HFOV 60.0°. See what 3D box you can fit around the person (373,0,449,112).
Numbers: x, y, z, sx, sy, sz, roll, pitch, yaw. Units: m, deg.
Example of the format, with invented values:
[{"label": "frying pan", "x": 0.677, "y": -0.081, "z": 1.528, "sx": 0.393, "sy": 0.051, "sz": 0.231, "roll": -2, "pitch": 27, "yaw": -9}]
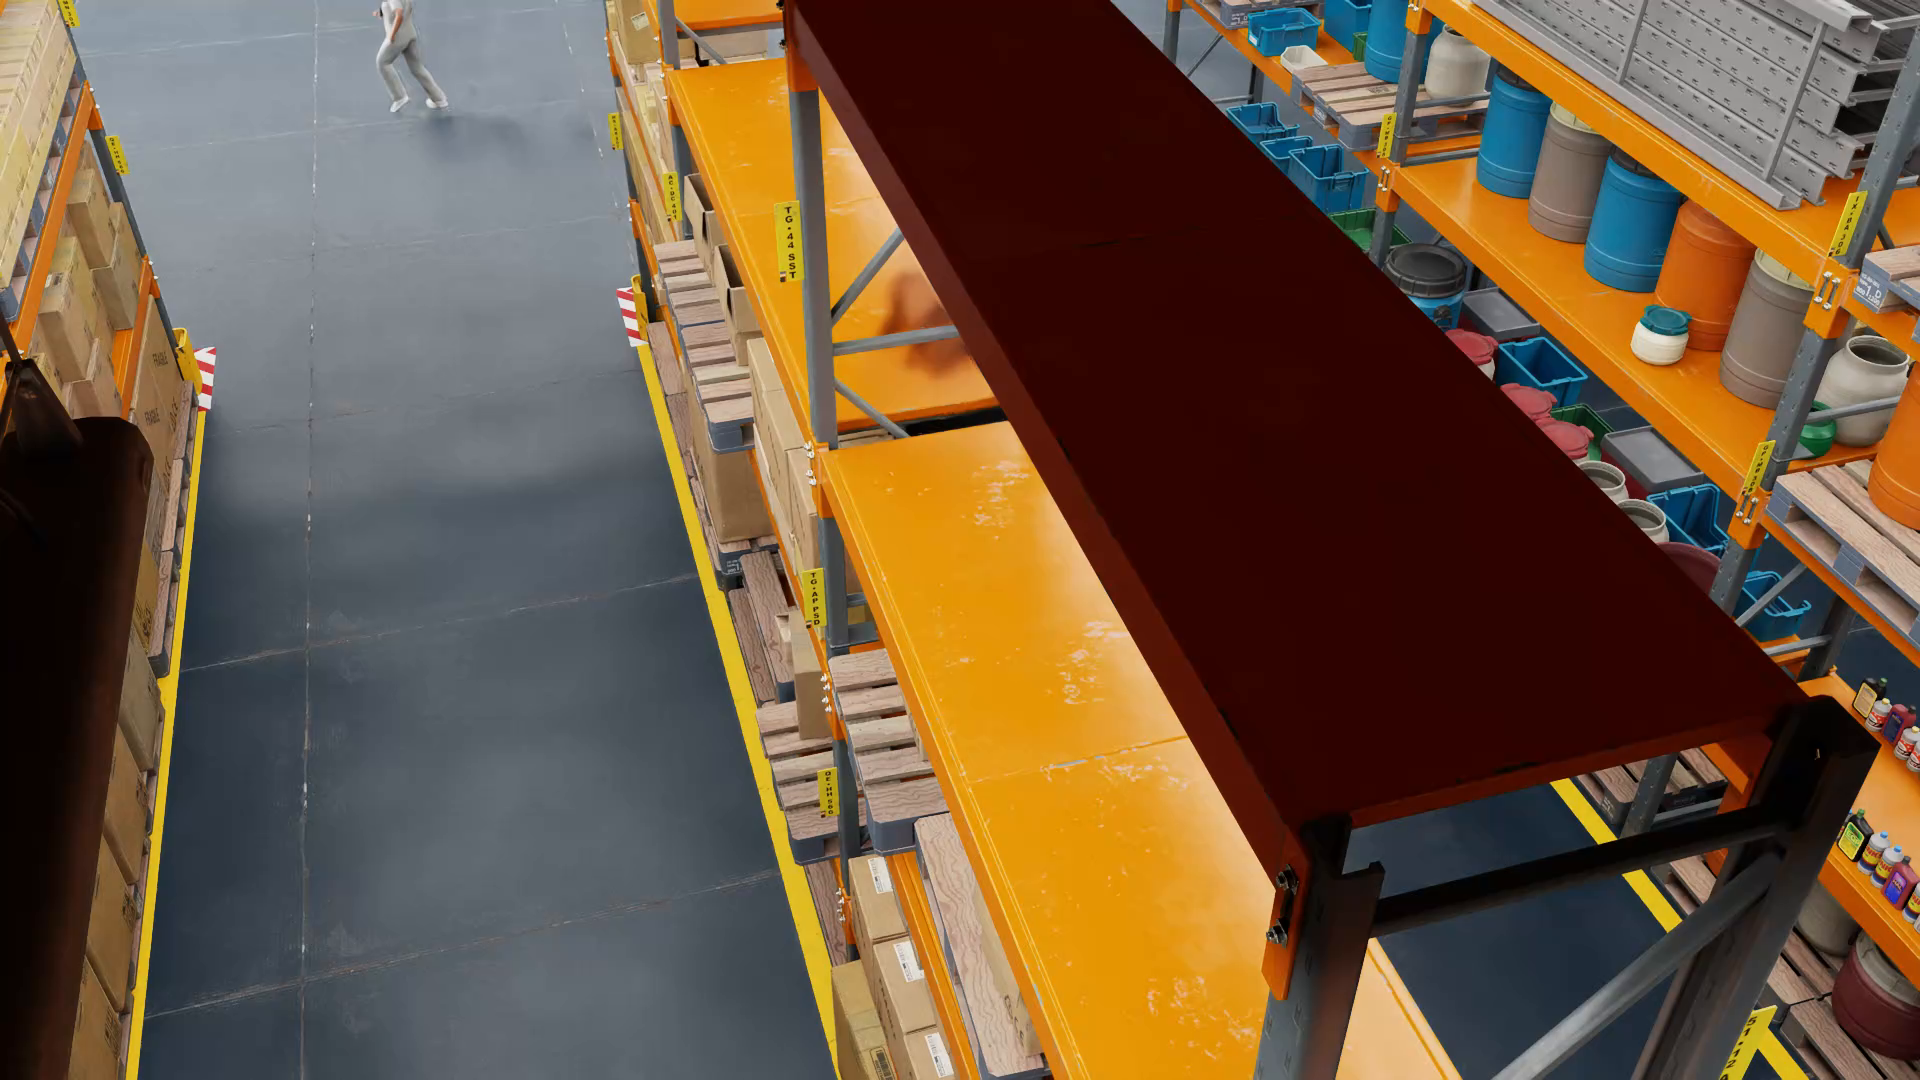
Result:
[{"label": "person", "x": -6.183, "y": -5.534, "z": 18.501, "sx": 0.744, "sy": 1.697, "sz": 0.570, "roll": 13, "pitch": 40, "yaw": 16}]
